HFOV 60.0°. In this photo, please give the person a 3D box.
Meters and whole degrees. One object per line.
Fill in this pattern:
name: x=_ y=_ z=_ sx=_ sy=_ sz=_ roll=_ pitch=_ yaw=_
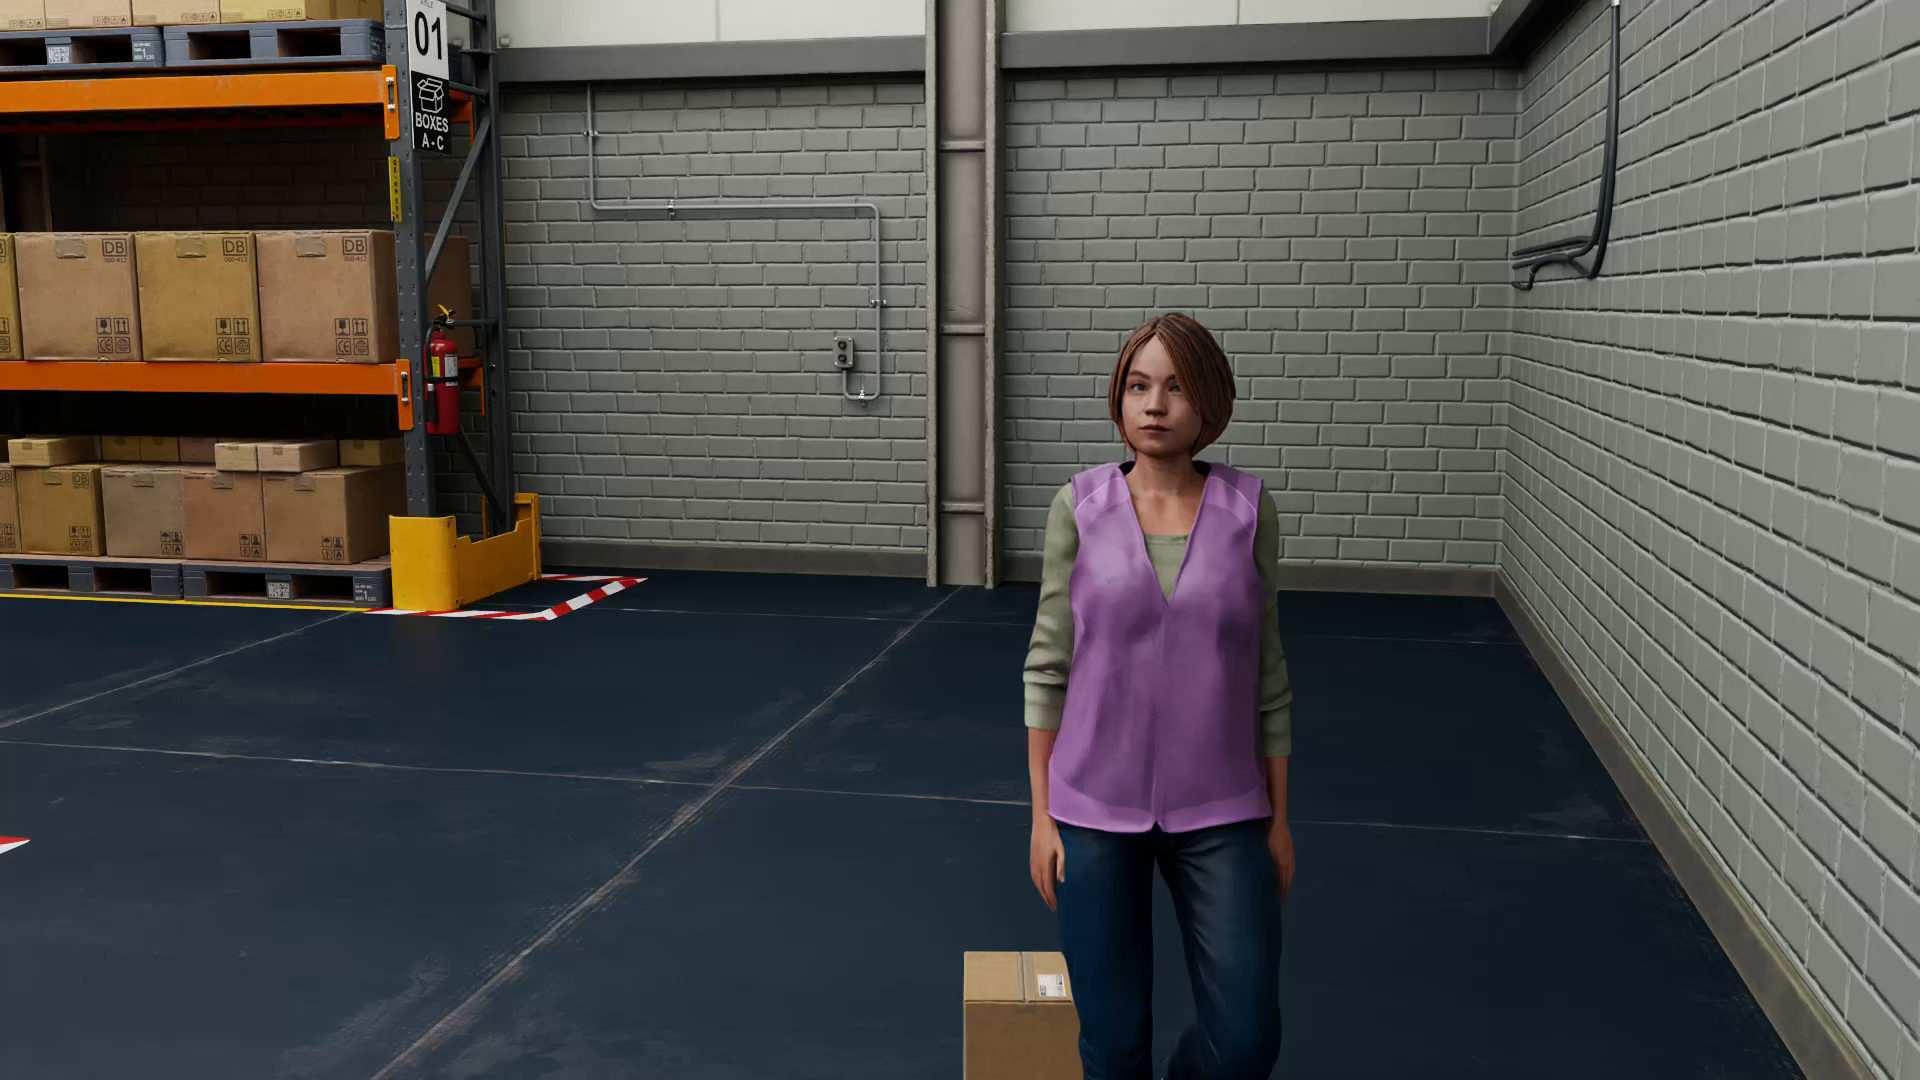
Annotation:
person: x=0.311 y=0.445 z=2.609 sx=0.431 sy=1.591 sz=0.444 roll=1 pitch=8 yaw=5
